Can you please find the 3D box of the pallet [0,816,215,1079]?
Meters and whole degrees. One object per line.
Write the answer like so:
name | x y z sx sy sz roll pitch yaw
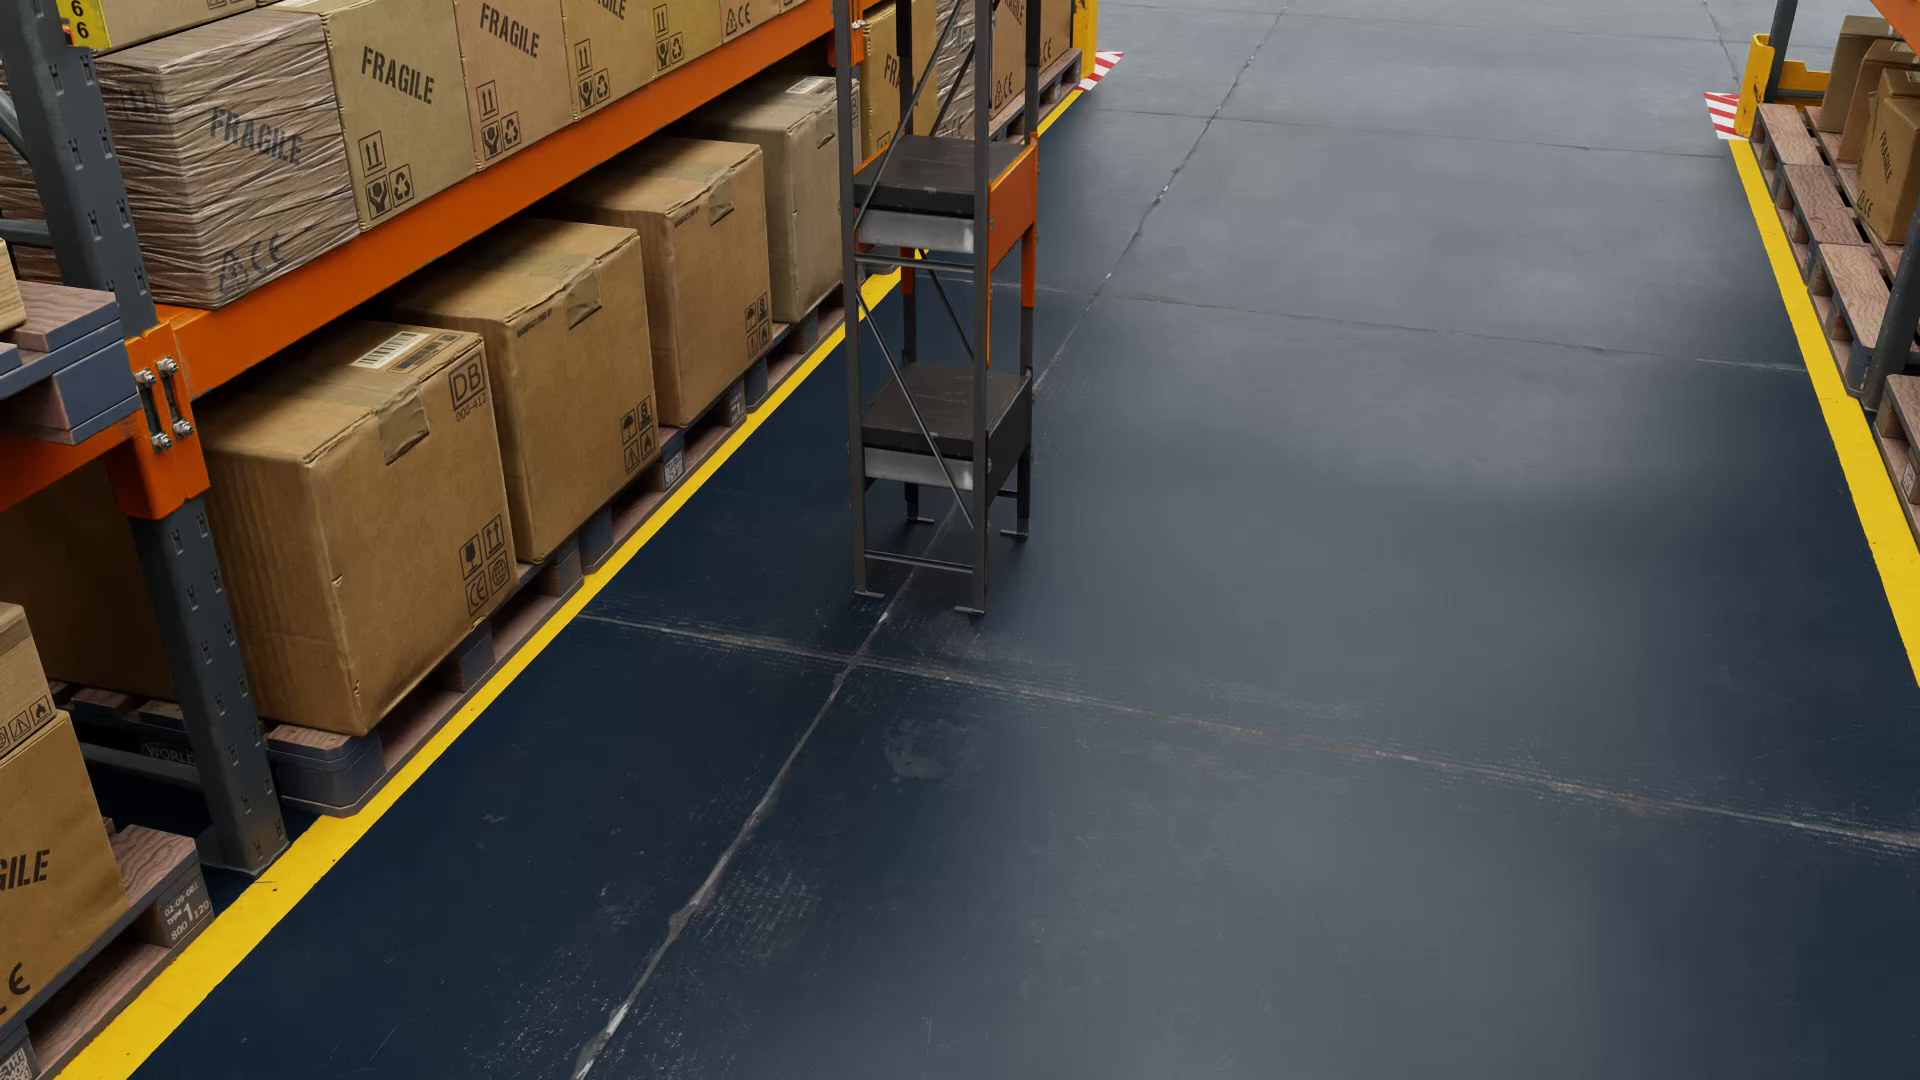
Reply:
pallet | -2.313 0.955 3.315 1.003 0.211 1.213 8 30 15

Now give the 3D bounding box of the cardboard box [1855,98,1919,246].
cardboard box | 4.228 -1.569 7.124 0.500 0.500 0.500 6 30 10

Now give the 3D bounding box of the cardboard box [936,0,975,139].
cardboard box | -0.395 -2.442 8.307 0.875 0.875 0.875 9 30 15

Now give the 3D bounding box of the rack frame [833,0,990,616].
rack frame | -0.120 -0.727 4.397 0.400 2.100 0.015 8 30 15

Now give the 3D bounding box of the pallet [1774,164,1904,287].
pallet | 4.324 -1.398 7.545 1.003 0.211 1.213 8 30 15

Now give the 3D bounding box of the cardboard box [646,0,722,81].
cardboard box | -1.102 -1.778 5.258 0.500 0.500 0.500 9 30 15

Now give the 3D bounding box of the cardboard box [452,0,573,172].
cardboard box | -1.397 -1.311 4.418 0.500 0.500 0.500 8 30 15

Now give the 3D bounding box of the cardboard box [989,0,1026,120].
cardboard box | -0.126 -2.865 9.069 0.875 0.875 0.875 8 30 14

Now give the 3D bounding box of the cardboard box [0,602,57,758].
cardboard box | -2.032 0.310 2.975 0.500 0.250 0.500 8 30 14

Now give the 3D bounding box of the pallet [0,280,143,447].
pallet | -2.189 -0.196 2.714 1.213 0.211 1.003 8 30 15

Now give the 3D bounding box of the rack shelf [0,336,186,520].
rack shelf | -2.669 0.618 1.794 1.077 0.370 4.000 8 30 15

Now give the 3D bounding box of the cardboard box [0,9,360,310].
cardboard box | -1.692 -0.840 3.571 0.500 0.500 0.500 9 30 15

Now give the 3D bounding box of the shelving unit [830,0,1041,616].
shelving unit | -0.049 -0.841 4.601 0.431 2.100 0.503 8 30 15

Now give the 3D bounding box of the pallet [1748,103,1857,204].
pallet | 4.684 -1.963 8.561 1.003 0.211 1.213 8 30 15

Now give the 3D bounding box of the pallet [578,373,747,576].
pallet | -1.419 -0.328 5.623 1.003 0.211 1.213 8 30 15

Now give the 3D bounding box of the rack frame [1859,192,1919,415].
rack frame | 3.804 -1.730 5.275 1.000 3.000 0.127 8 30 15

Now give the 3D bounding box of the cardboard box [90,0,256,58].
cardboard box | -1.941 -1.314 3.395 0.700 0.500 0.500 8 30 15

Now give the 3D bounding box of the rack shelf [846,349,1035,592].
rack shelf | -0.049 -0.217 4.948 0.431 0.518 0.480 8 30 15

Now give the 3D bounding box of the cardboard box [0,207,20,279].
cardboard box | -2.206 -0.917 3.711 0.500 0.500 0.500 8 30 15

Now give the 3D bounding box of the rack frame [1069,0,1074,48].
rack frame | 0.266 -4.344 9.973 1.000 3.000 0.127 8 30 15

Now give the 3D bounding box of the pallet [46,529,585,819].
pallet | -1.778 0.237 4.607 1.003 0.211 1.213 8 30 15

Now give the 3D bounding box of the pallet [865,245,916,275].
pallet | -0.610 -1.609 7.925 1.003 0.211 1.213 8 30 15

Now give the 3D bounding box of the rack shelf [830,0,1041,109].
rack shelf | -0.049 -1.440 4.268 0.431 0.518 0.480 8 30 15

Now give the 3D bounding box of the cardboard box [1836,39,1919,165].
cardboard box | 4.636 -2.110 8.096 0.500 0.500 0.500 17 33 28

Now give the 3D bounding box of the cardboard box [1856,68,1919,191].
cardboard box | 4.434 -1.822 7.578 0.500 0.500 0.500 11 31 20

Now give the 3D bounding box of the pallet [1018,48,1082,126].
pallet | 0.106 -2.743 9.963 1.003 0.211 1.213 8 30 15

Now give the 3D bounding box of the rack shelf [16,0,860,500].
rack shelf | -1.495 -1.241 5.136 1.077 0.370 4.000 8 30 15

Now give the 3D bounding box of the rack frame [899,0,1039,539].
rack frame | 0.023 -0.954 4.805 0.400 2.100 0.015 8 30 15

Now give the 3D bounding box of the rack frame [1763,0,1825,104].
rack frame | 4.978 -3.589 8.616 1.000 3.000 0.127 8 30 15

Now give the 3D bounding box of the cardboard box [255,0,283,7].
cardboard box | -1.793 -1.549 3.818 0.700 0.500 0.500 8 30 14

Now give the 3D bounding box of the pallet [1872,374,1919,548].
pallet | 3.577 -0.150 5.302 1.003 0.211 1.213 8 30 15

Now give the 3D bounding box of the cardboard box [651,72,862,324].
cardboard box | -1.004 -1.384 6.535 1.050 0.750 0.750 8 30 15

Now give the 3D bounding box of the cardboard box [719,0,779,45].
cardboard box | -0.954 -2.013 5.681 0.500 0.500 0.500 8 30 14

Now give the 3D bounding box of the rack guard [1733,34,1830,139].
rack guard | 4.956 -2.462 9.161 1.175 0.500 0.348 8 30 15

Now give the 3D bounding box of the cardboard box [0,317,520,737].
cardboard box | -1.817 -0.097 4.220 1.050 0.750 0.750 8 30 14

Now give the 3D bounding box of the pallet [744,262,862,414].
pallet | -1.062 -0.897 6.646 1.003 0.211 1.213 8 30 15

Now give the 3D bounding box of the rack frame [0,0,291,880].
rack frame | -2.082 -0.626 3.290 1.000 3.000 0.127 8 30 15

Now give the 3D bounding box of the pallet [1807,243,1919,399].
pallet | 3.967 -0.829 6.523 1.003 0.211 1.213 8 30 15

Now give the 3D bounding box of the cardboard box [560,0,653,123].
cardboard box | -1.249 -1.542 4.834 0.500 0.500 0.500 8 30 14

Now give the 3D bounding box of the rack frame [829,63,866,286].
rack frame | -0.908 -2.485 6.632 1.000 3.000 0.127 8 30 15

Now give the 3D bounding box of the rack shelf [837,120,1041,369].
rack shelf | -0.049 -0.829 4.608 0.431 0.518 0.480 8 30 15

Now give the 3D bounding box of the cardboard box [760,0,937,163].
cardboard box | -0.656 -2.022 7.553 0.875 0.875 0.875 9 30 16

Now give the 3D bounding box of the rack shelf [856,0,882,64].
rack shelf | -0.321 -3.100 8.477 1.077 0.370 4.000 8 30 15

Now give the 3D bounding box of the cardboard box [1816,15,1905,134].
cardboard box | 4.779 -2.393 8.605 0.500 0.500 0.500 14 32 24

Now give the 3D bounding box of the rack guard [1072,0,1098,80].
rack guard | 0.273 -3.263 10.601 1.175 0.500 0.348 8 30 15

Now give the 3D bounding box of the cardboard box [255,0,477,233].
cardboard box | -1.546 -1.077 3.997 0.500 0.500 0.500 8 30 14

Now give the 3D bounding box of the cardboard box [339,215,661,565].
cardboard box | -1.564 -0.503 4.952 1.050 0.750 0.750 9 30 16

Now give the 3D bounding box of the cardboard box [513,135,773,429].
cardboard box | -1.291 -0.936 5.730 1.050 0.750 0.750 8 30 15

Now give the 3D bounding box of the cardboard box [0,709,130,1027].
cardboard box | -2.025 0.626 3.179 0.500 0.500 0.500 8 30 15

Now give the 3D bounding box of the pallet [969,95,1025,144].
pallet | -0.254 -2.177 8.947 1.003 0.211 1.213 8 30 15

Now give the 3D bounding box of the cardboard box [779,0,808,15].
cardboard box | -0.805 -2.248 6.103 0.500 0.500 0.500 8 30 15

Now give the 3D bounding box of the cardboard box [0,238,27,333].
cardboard box | -1.787 -0.405 2.719 0.380 0.149 0.250 9 30 16

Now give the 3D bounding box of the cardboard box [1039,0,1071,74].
cardboard box | 0.130 -3.274 9.804 0.875 0.875 0.875 9 30 15

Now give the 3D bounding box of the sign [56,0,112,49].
sign | -1.560 -1.024 2.896 0.100 0.325 0.005 8 30 15
